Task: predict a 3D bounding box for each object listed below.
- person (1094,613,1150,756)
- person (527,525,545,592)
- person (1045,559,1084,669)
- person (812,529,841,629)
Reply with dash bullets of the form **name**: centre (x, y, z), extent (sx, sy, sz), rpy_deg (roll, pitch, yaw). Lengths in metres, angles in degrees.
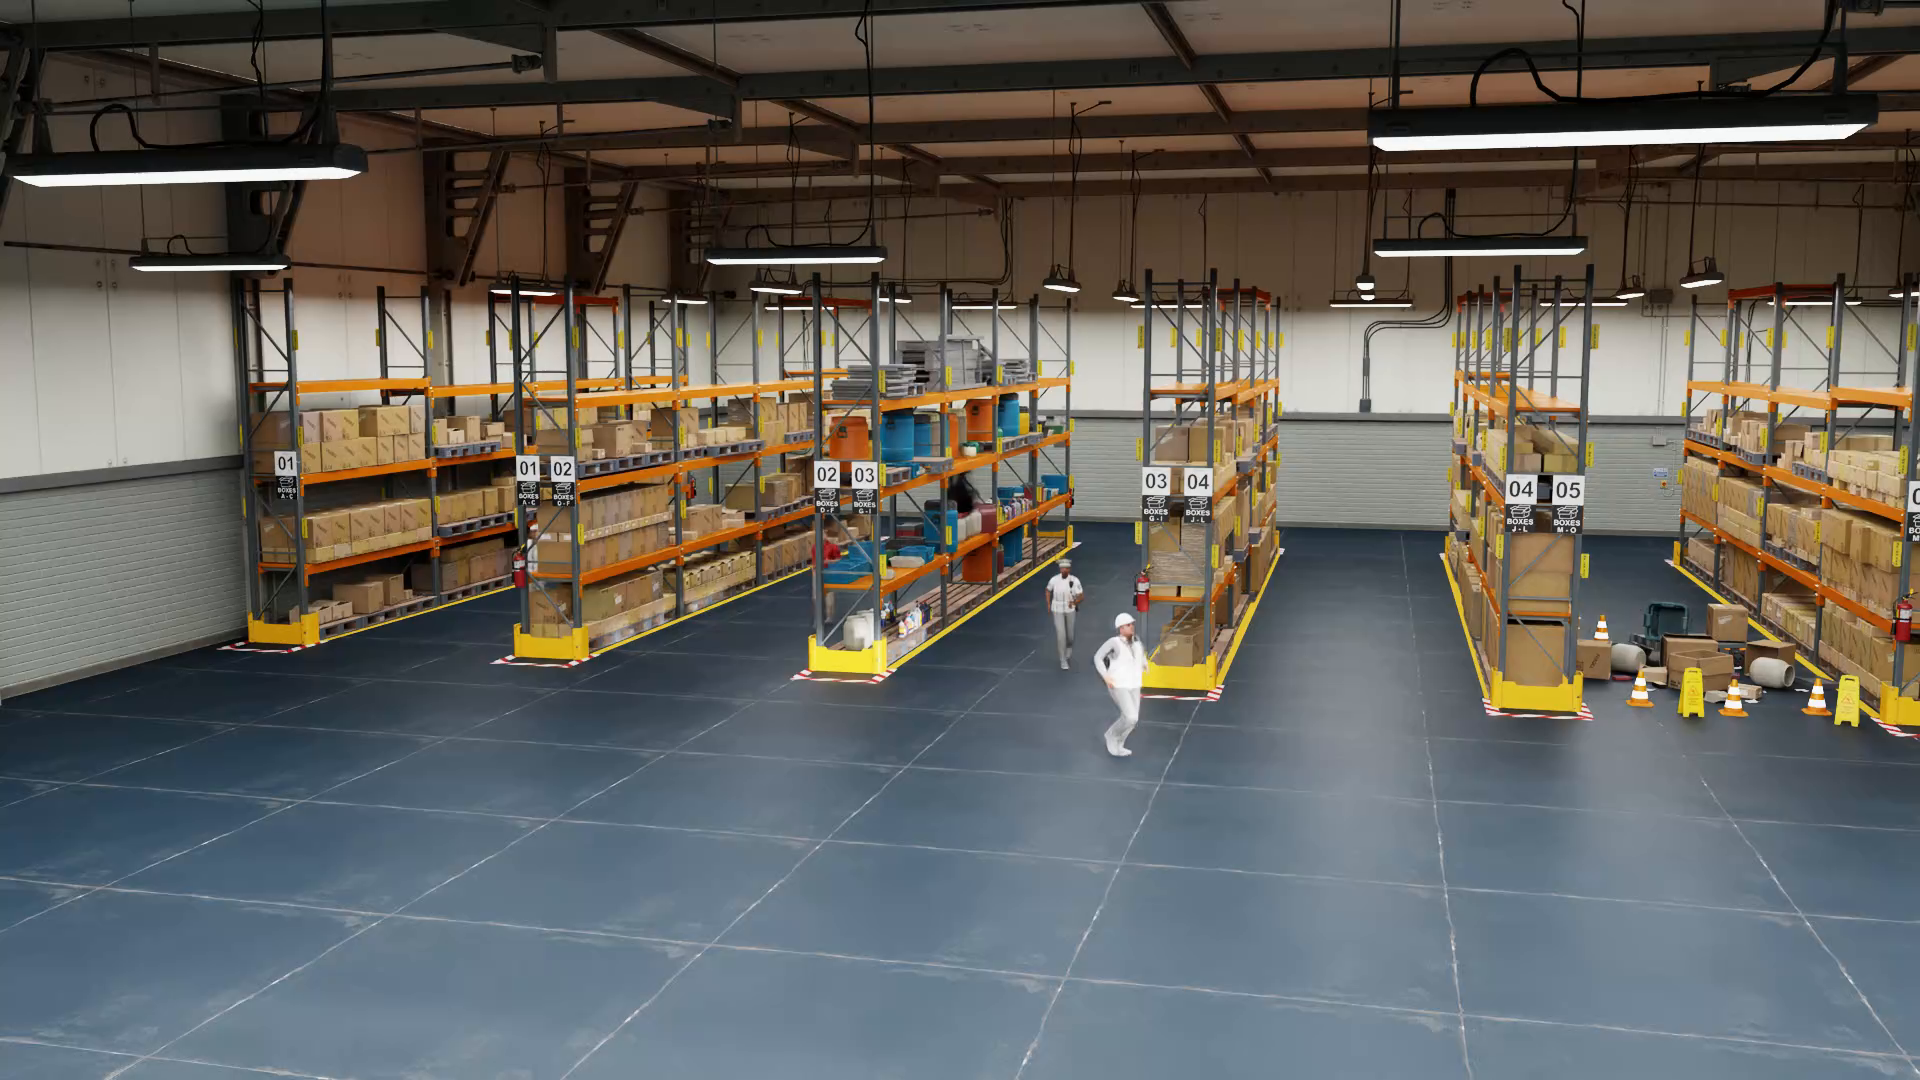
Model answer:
- **person**: centre (2.001, 1.745, 19.918), extent (0.708, 1.740, 0.557), rpy_deg (-5, 9, -37)
- **person**: centre (-7.557, 0.597, 29.647), extent (0.685, 1.736, 0.599), rpy_deg (1, 7, 5)
- **person**: centre (1.605, 1.095, 25.583), extent (0.600, 1.669, 0.835), rpy_deg (0, 7, 4)
- **person**: centre (-2.358, 0.695, 29.066), extent (0.624, 1.805, 0.777), rpy_deg (2, 7, 13)
